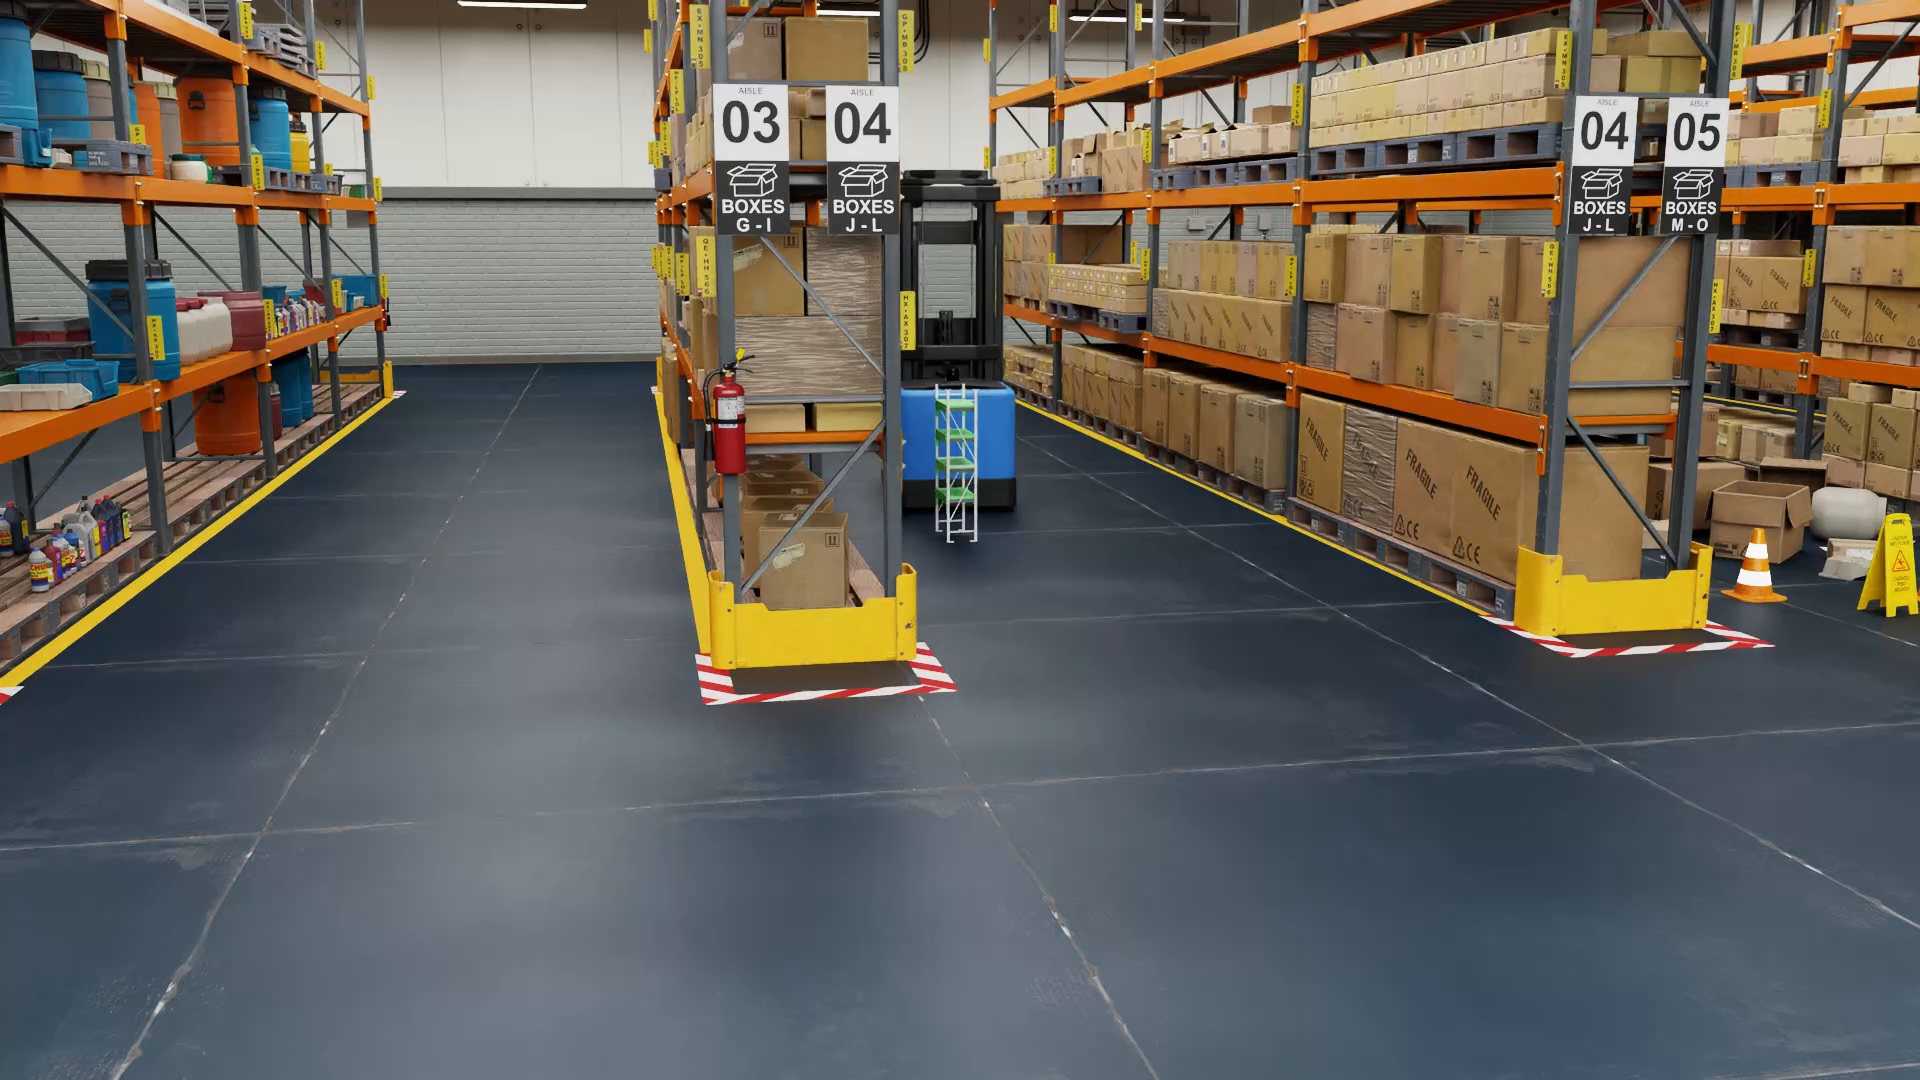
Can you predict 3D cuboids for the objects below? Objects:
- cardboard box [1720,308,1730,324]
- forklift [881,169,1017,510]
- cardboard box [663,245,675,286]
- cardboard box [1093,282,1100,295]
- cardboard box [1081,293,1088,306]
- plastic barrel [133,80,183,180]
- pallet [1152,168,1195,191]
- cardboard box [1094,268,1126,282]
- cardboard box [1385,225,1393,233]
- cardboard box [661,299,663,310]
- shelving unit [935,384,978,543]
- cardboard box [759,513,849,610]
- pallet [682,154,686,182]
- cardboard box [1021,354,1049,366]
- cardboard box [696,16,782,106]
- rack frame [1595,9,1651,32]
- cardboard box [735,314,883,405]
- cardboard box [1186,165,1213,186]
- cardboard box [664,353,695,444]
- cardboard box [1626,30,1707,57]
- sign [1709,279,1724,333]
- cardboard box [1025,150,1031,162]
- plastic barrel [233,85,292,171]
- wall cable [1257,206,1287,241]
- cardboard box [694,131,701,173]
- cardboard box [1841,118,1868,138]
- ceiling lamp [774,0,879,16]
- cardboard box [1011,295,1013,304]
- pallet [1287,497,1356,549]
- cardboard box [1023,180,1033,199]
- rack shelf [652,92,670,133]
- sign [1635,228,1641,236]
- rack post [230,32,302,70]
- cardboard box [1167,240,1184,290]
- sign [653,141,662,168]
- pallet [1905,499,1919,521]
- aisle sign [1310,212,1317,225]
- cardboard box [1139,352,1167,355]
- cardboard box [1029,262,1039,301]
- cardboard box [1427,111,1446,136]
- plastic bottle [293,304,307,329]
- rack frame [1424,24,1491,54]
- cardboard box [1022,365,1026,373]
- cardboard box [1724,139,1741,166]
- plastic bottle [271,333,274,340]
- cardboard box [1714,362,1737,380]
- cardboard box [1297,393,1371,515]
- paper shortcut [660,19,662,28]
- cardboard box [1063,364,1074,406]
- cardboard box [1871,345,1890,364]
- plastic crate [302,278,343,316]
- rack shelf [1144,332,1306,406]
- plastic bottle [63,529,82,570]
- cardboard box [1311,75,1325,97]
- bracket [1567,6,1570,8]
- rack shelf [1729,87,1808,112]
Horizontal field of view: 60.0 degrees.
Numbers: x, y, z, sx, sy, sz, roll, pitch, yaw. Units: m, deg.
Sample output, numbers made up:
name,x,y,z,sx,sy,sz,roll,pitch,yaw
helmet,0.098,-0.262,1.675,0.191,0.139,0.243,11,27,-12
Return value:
name,x,y,z,sx,sy,sz,roll,pitch,yaw
cardboard box,7.567,-2.184,16.197,0.380,0.149,0.250,-2,11,-11
forklift,-0.171,-1.935,15.521,1.130,2.935,3.031,-1,11,-6
cardboard box,-3.518,-3.497,21.149,0.500,0.500,0.500,-2,11,-9
cardboard box,1.752,-2.902,19.174,0.380,0.149,0.250,-2,11,-11
cardboard box,1.649,-2.852,19.708,0.380,0.149,0.250,-3,11,-14
plastic barrel,-7.300,-3.630,14.881,0.600,0.901,0.600,0,11,0
pallet,2.674,-3.675,16.964,1.213,0.211,1.003,-2,11,-8
cardboard box,1.757,-3.046,19.135,0.380,0.149,0.250,-2,11,-11
cardboard box,6.199,-4.345,23.324,0.380,0.149,0.250,-2,11,-11
cardboard box,-3.899,-3.233,22.832,0.380,0.149,0.250,-2,11,-12
shelving unit,-0.032,-0.620,13.244,0.258,1.200,0.503,-2,11,-11
cardboard box,-0.937,0.125,10.078,0.500,0.500,0.500,0,11,0
pallet,-1.626,-3.013,13.485,1.213,0.211,1.003,-2,11,-11
cardboard box,1.068,-2.534,23.399,0.380,0.149,0.250,-3,11,-13
cardboard box,-1.382,-2.971,10.359,0.500,0.500,0.500,-2,11,-11
rack frame,10.645,-7.204,26.980,1.000,3.000,0.127,-2,11,-11
cardboard box,-0.913,-1.078,9.776,0.875,0.500,0.500,-2,11,-11
cardboard box,2.646,-4.047,18.149,0.500,0.500,0.500,-2,11,-11
cardboard box,-2.502,-1.538,17.815,1.225,0.875,0.875,-3,11,-14
cardboard box,4.300,-3.013,10.131,0.380,0.149,0.250,-2,11,-10
sign,4.598,-1.426,10.140,0.100,0.325,0.005,-2,11,-11
cardboard box,1.113,-5.269,22.832,0.380,0.149,0.250,-2,11,-11
plastic barrel,-7.543,-4.421,17.913,0.600,0.901,0.708,-2,11,-11
wall cable,6.046,-5.662,32.206,0.588,1.984,0.122,-2,11,-11
cardboard box,-1.470,-2.538,10.887,0.500,0.250,0.500,-2,11,-12
cardboard box,7.851,-3.547,14.329,0.380,0.149,0.250,-2,11,-12
ceiling lamp,-1.979,-10.115,26.660,2.000,3.185,0.800,-2,11,-11
cardboard box,0.957,-3.544,24.464,0.380,0.149,0.250,-2,11,-8
pallet,3.346,-0.164,13.496,1.003,0.211,1.213,-2,11,-11
cardboard box,1.173,-4.809,22.819,0.500,0.250,0.500,-2,11,-12
rack shelf,-3.555,-5.746,22.312,1.077,0.370,4.000,-2,11,-11
sign,11.193,-4.998,27.490,0.100,0.325,0.005,-2,11,-11
rack post,-7.506,-5.137,17.455,0.937,0.300,0.954,-1,11,-5
cardboard box,2.574,-2.868,17.300,0.700,0.500,0.500,-2,11,-11
sign,-3.710,-4.728,20.398,0.100,0.325,0.005,-2,11,-11
pallet,8.516,-0.159,13.468,1.003,0.211,1.213,-2,11,-11
aisle sign,5.478,-5.356,26.360,0.394,0.787,0.004,-2,11,-11
cardboard box,2.418,-2.076,19.640,0.500,0.250,0.500,-2,11,-11
cardboard box,1.247,-3.513,22.567,0.500,0.500,0.500,-2,11,-13
cardboard box,3.409,-2.830,11.303,0.380,0.149,0.250,-2,11,-11
plastic bottle,-7.462,-2.521,18.751,0.152,0.276,0.135,-2,11,-11
rack frame,6.554,-6.289,22.174,1.000,3.000,0.127,-2,11,-11
cardboard box,1.105,-2.486,23.939,0.380,0.149,0.250,-2,11,-8
cardboard box,7.663,-3.770,16.236,0.500,0.250,0.500,-2,11,-10
plastic bottle,-7.104,-2.183,16.977,0.152,0.276,0.135,-2,11,-11
cardboard box,11.526,-2.539,24.581,0.500,0.311,0.500,-2,11,-9
cardboard box,3.328,-0.721,13.523,0.875,0.875,0.875,-2,11,-10
paper shortcut,-3.160,-5.487,17.585,0.009,0.170,0.078,9,-22,-13
cardboard box,1.602,-1.977,21.123,0.500,0.500,0.500,-2,11,-9
cardboard box,8.039,-1.590,14.201,0.380,0.149,0.250,-2,11,-11
plastic crate,-7.952,-3.036,20.792,0.402,0.464,0.583,-2,11,-11
rack shelf,2.885,-1.690,15.977,1.077,0.370,4.000,-2,11,-11
plastic bottle,-5.863,0.061,10.974,0.097,0.271,0.097,0,11,0
cardboard box,3.012,-3.595,13.187,0.380,0.149,0.250,-2,11,-10
bracket,10.737,-9.411,28.946,0.235,0.232,0.430,-2,11,-11
rack shelf,11.034,-6.482,25.121,1.077,0.370,4.000,-2,11,-11
